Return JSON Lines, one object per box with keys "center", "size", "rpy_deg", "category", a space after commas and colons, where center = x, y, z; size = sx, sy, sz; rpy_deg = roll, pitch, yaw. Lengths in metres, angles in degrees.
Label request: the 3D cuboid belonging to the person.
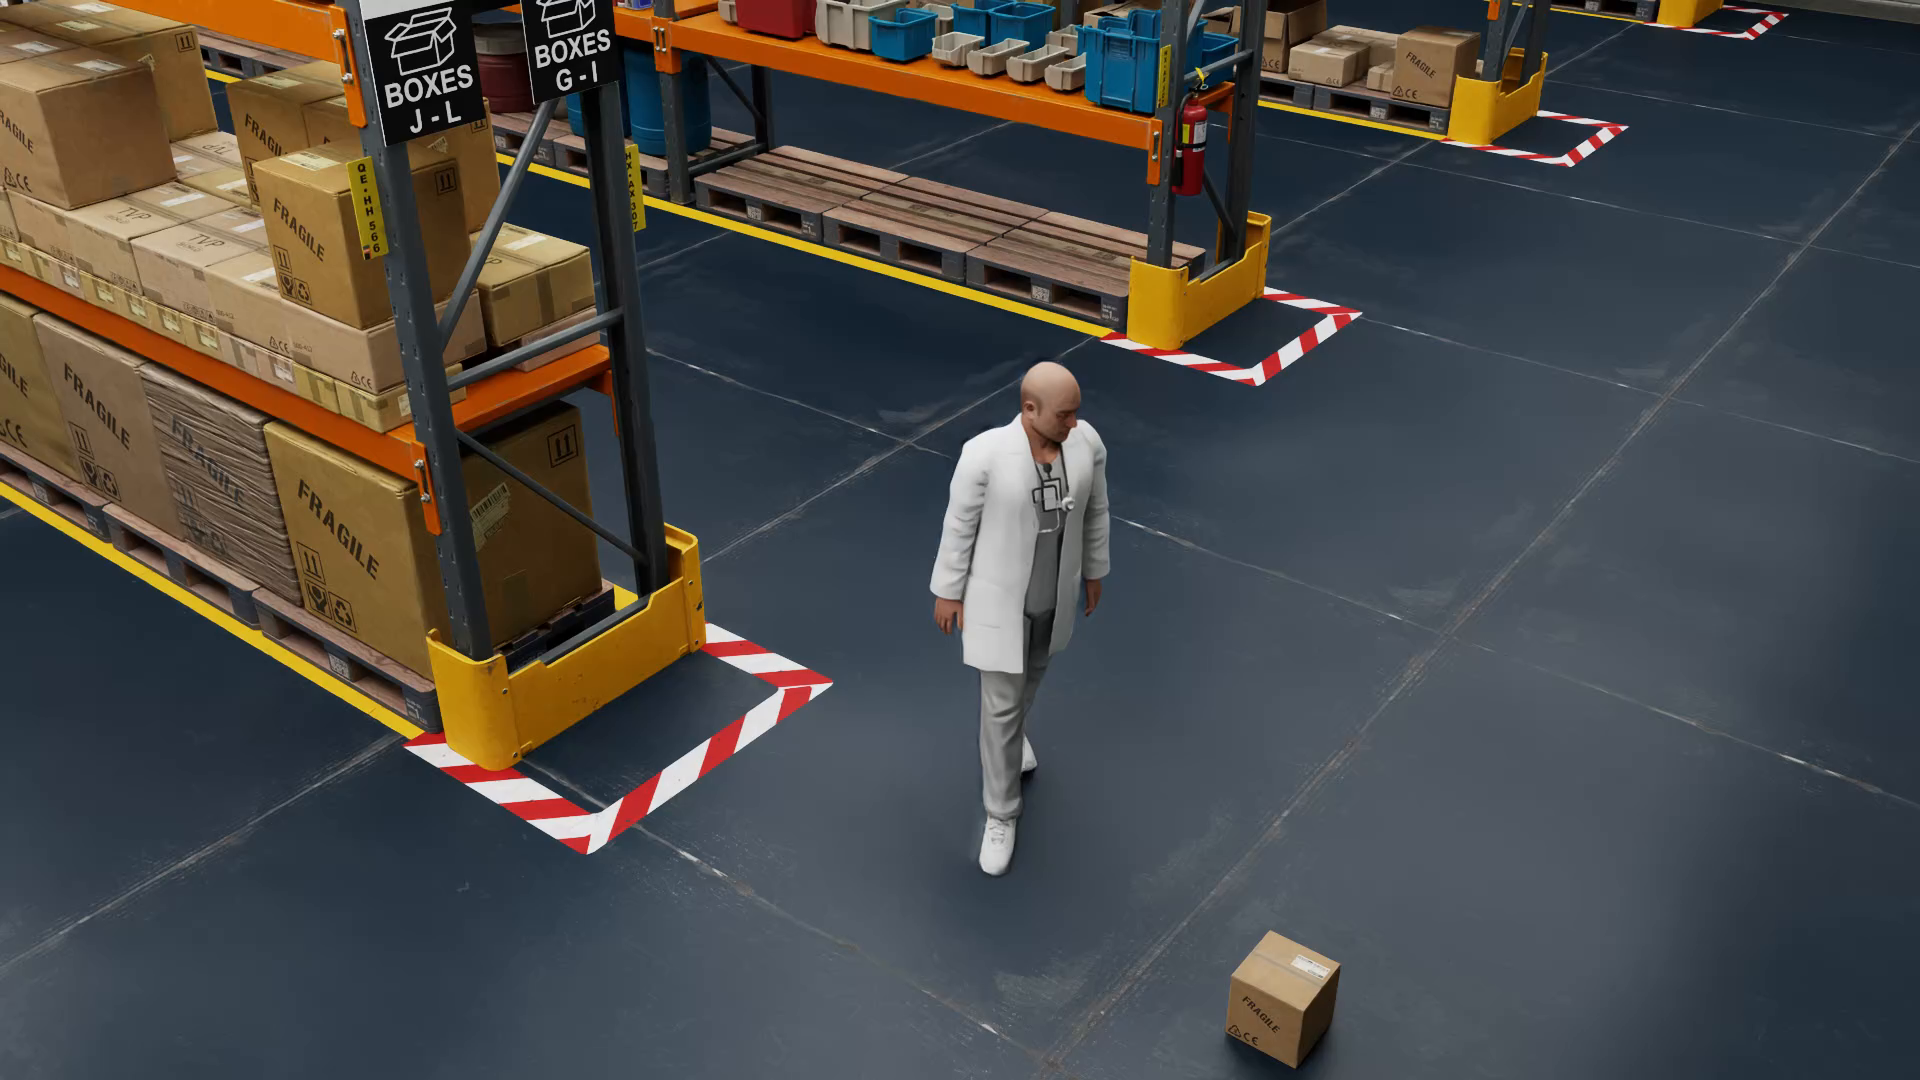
{"center": [0.232, 0.183, 5.836], "size": [0.670, 1.775, 0.803], "rpy_deg": [-14, 33, -22], "category": "person"}
